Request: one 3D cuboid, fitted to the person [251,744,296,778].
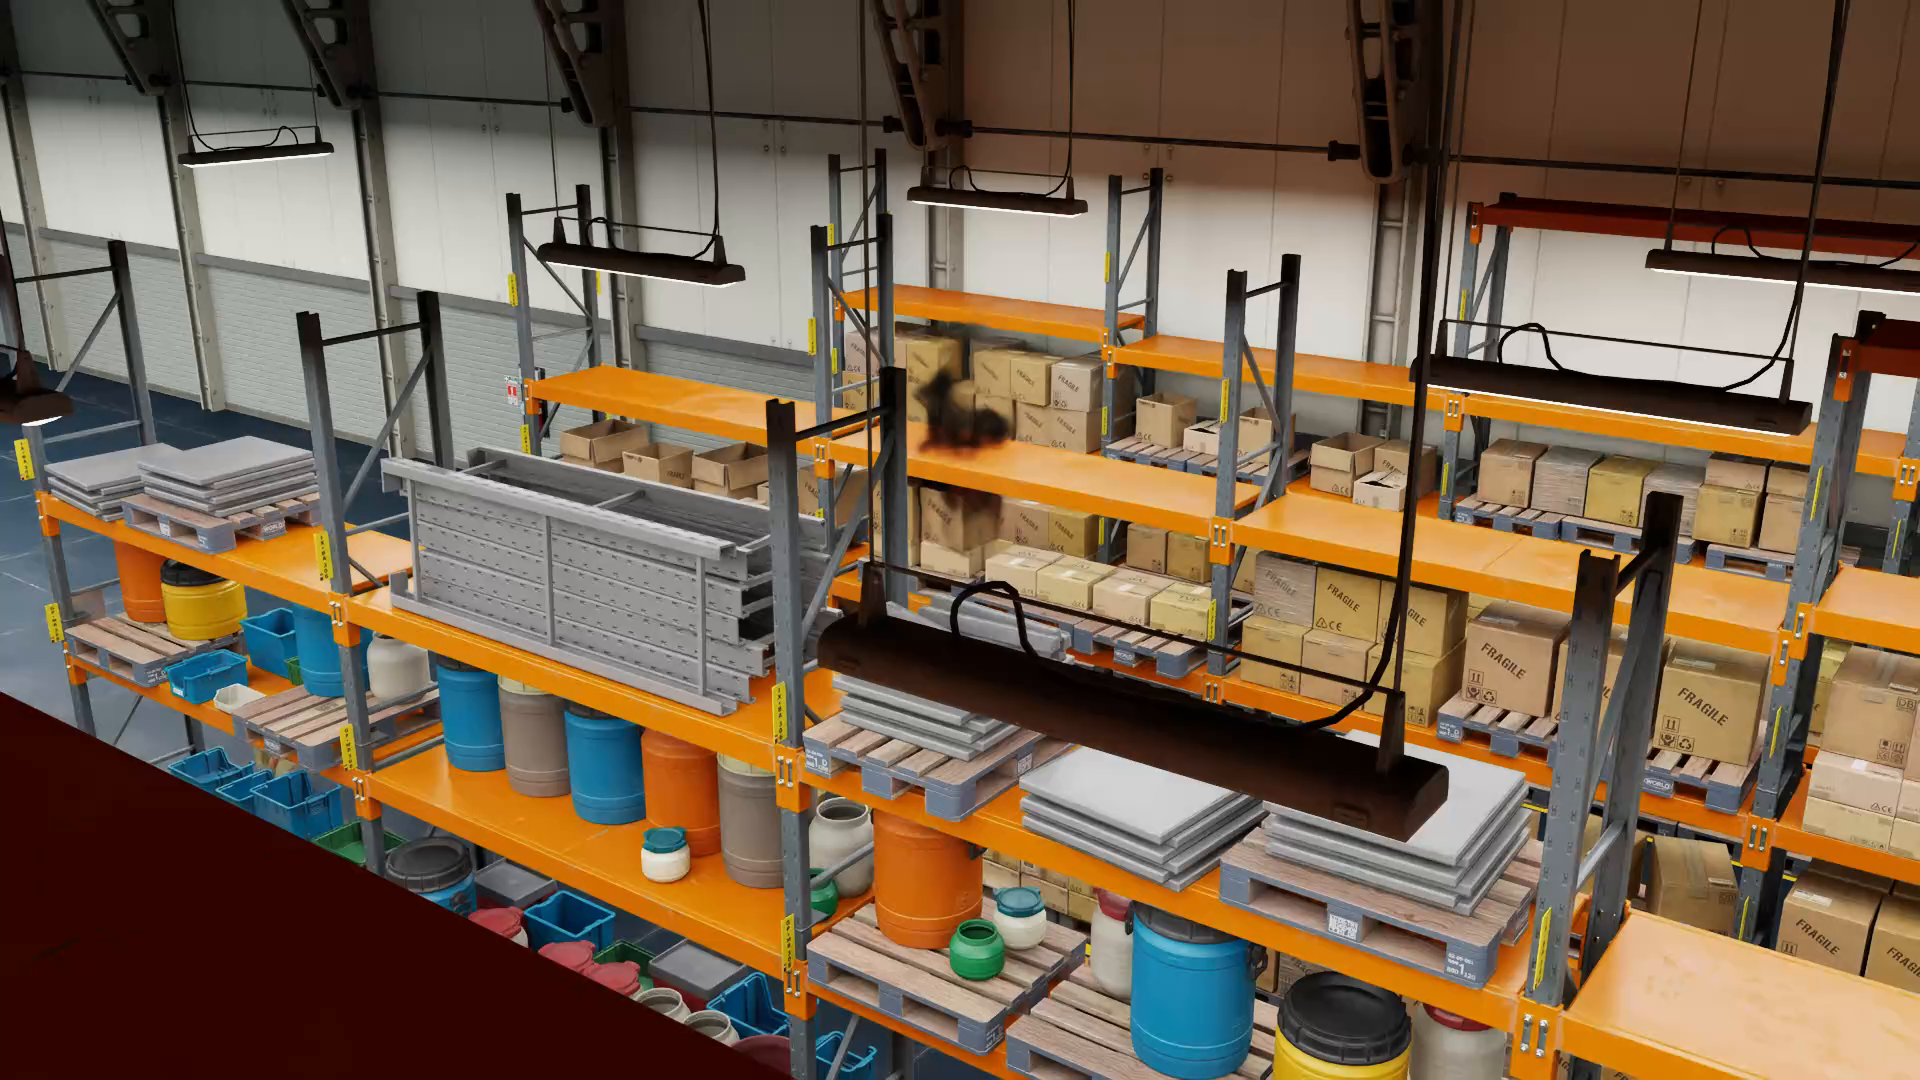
[{"bbox_3d":[-6.500,2.243,15.828,0.760,1.688,0.643,3,19,9],"label":"person"}]
